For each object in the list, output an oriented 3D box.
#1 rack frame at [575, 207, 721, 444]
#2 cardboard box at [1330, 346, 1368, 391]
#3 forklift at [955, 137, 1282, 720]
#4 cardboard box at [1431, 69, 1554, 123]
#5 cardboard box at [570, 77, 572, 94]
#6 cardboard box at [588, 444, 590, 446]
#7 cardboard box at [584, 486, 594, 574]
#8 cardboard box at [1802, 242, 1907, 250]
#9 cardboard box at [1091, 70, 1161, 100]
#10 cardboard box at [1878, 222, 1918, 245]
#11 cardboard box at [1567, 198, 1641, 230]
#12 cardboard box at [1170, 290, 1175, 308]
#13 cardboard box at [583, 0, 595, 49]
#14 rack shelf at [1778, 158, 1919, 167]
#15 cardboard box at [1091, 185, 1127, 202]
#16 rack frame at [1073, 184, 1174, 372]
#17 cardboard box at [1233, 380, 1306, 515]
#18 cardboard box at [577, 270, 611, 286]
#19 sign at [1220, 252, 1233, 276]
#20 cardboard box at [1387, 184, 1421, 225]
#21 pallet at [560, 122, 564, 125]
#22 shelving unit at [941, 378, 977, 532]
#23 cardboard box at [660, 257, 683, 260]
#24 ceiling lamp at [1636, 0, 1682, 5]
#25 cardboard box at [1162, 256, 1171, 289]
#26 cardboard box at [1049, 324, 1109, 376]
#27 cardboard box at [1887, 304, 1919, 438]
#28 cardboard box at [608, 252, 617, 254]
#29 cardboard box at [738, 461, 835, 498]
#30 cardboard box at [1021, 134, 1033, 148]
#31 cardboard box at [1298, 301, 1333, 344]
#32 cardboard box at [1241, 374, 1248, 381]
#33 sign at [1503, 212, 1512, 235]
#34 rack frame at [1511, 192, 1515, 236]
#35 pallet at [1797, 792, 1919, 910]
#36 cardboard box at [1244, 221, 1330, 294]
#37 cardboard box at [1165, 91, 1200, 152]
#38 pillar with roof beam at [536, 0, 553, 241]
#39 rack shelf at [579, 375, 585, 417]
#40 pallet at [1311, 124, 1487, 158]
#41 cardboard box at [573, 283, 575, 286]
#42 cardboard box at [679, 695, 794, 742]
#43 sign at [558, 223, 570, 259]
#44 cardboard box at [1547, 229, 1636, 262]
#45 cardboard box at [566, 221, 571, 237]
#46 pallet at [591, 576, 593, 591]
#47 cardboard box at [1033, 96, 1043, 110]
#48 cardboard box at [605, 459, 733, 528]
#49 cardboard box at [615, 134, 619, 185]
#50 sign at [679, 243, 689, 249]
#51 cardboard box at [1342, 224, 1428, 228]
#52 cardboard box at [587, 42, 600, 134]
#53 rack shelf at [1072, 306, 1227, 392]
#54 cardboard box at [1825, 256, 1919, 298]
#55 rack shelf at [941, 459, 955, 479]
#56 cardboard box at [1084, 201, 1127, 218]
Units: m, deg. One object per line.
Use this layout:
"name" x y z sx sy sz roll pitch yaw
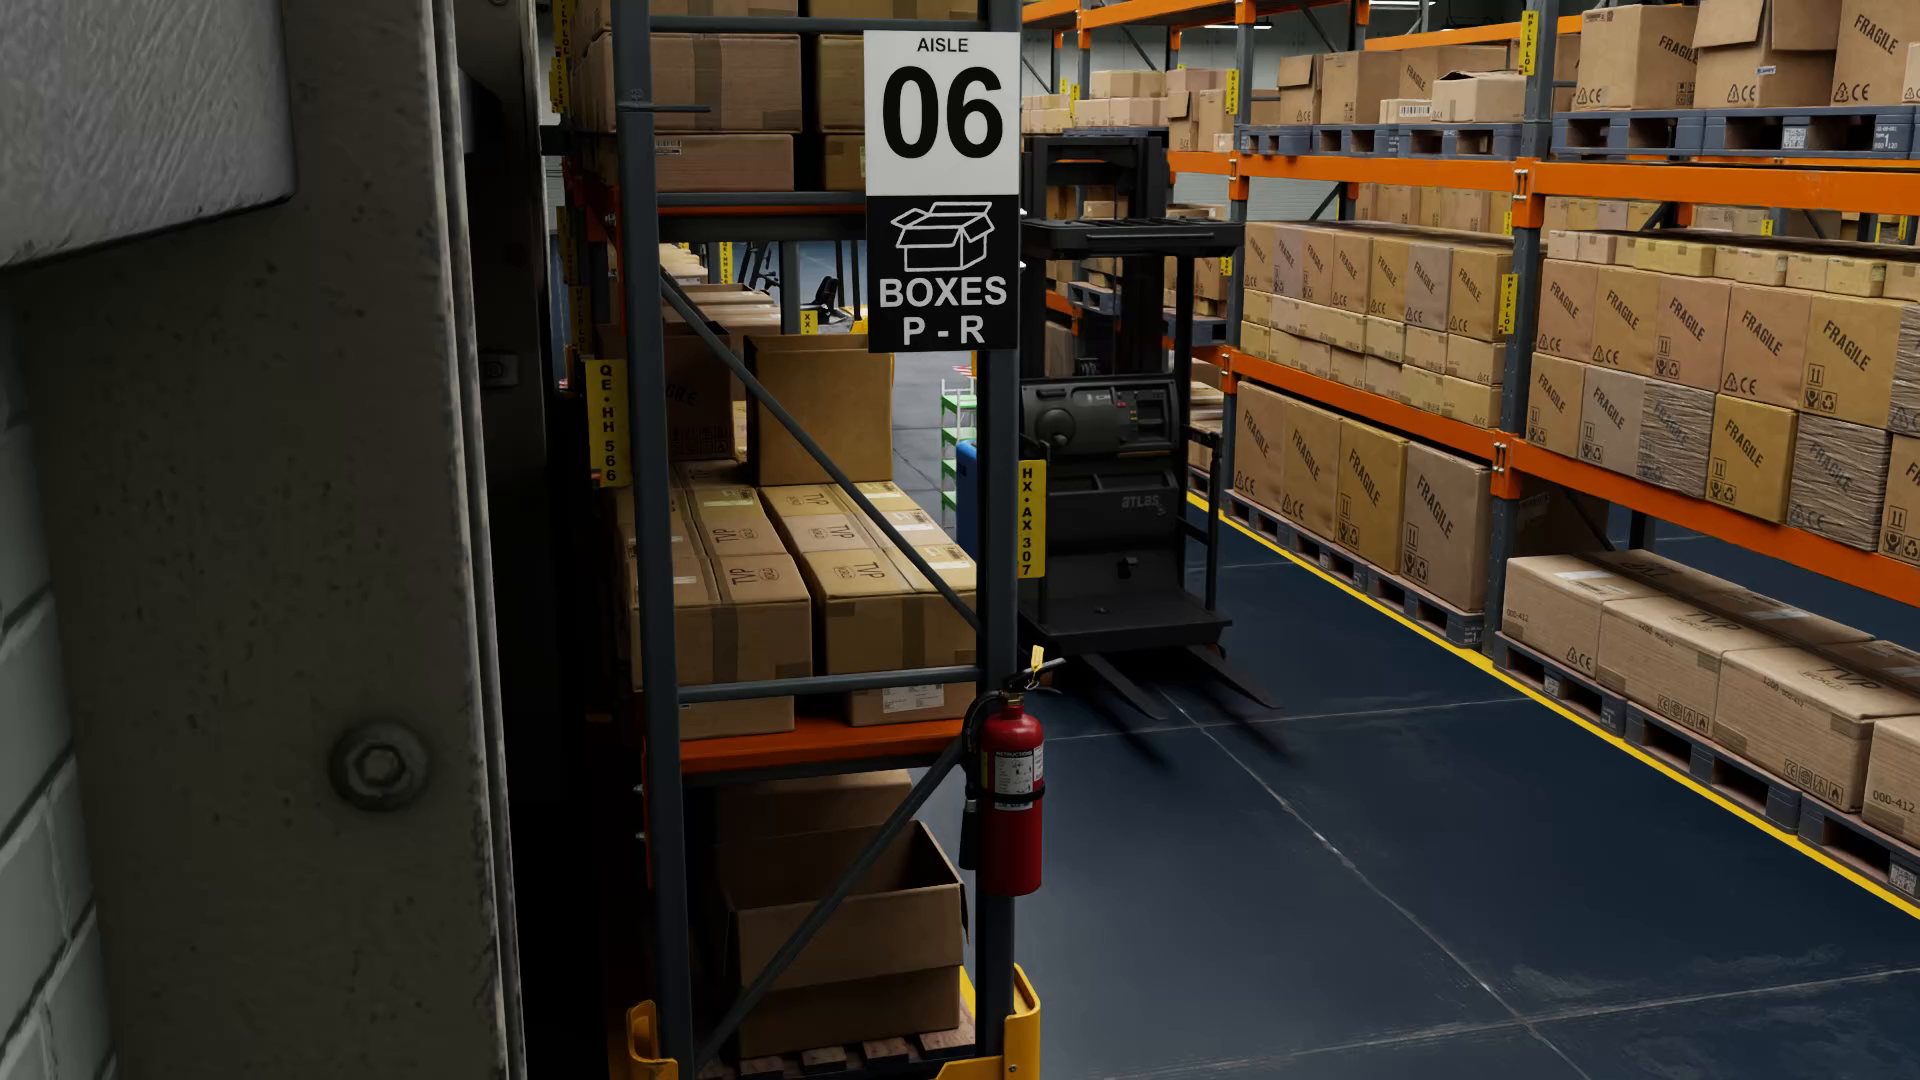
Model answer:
"rack frame" -2.223 -1.450 12.042 1.000 3.000 0.127 -3 14 -13
"cardboard box" 2.846 -1.175 11.233 0.500 0.250 0.500 -3 14 -13
"forklift" 0.848 -0.717 9.186 1.130 2.935 3.031 -4 14 -15
"cardboard box" 3.129 -2.614 9.790 0.500 0.311 0.500 -3 14 -13
"cardboard box" -2.374 -3.012 10.964 0.380 0.149 0.250 -3 14 -13
"cardboard box" -2.404 -0.617 11.648 0.380 0.149 0.250 -3 14 -10
"cardboard box" -2.177 -0.091 10.860 0.500 0.500 0.500 -3 14 -10
"cardboard box" 4.161 -1.302 7.753 0.380 0.149 0.250 -4 14 -14
"cardboard box" 1.536 -4.210 15.396 0.500 0.250 0.500 -4 14 -14
"cardboard box" 11.249 -3.503 19.608 0.875 0.500 0.500 -3 14 -13
"cardboard box" 6.694 -3.251 17.096 0.700 0.500 0.500 -4 14 -14
"cardboard box" 2.008 -2.044 14.117 0.380 0.149 0.250 -4 14 -16
"cardboard box" -0.841 -1.583 4.902 0.500 0.250 0.500 -4 14 -15
"rack shelf" 7.858 -2.673 12.243 1.077 0.370 4.000 -3 14 -13
"cardboard box" 1.769 -3.443 17.254 0.700 0.500 0.500 -3 14 -14
"rack frame" 1.661 -2.650 16.955 1.000 3.000 0.127 -3 14 -13
"cardboard box" 2.682 -0.735 12.709 0.875 0.875 0.875 -3 14 -14
"cardboard box" -2.666 -1.932 12.436 0.380 0.149 0.250 -3 14 -12
"sign" 2.076 -2.219 12.917 0.100 0.325 0.005 -3 14 -13
"cardboard box" 5.778 -4.123 20.393 0.875 0.550 0.550 -3 14 -13
"pallet" -3.388 -3.982 16.273 1.003 0.211 1.213 -3 14 -13
"shelving unit" 0.039 -0.545 12.128 0.258 1.200 0.503 -3 14 -13
"cardboard box" -2.480 -2.255 13.761 0.380 0.149 0.250 -3 14 -13
"ceiling lamp" 16.984 -14.242 39.460 2.000 3.185 0.800 -3 14 -13
"cardboard box" 1.972 -2.449 14.409 0.500 0.500 0.500 -4 14 -17
"cardboard box" 1.262 -2.004 17.640 0.500 0.500 0.500 -3 14 -14
"cardboard box" 3.984 -0.633 6.381 0.500 0.500 0.500 -3 14 -13
"cardboard box" -3.105 -2.404 14.370 0.380 0.149 0.250 -3 14 -13
"cardboard box" -0.571 -0.146 6.392 0.500 0.250 0.500 -4 14 -15
"cardboard box" 0.893 -4.457 18.560 0.380 0.149 0.250 -4 14 -15
"cardboard box" 2.705 -1.532 11.640 0.500 0.250 0.500 -3 14 -13
"cardboard box" 3.595 -2.096 19.947 0.637 0.503 0.797 10 17 35
"sign" 5.910 -3.377 17.939 0.100 0.325 0.005 -3 14 -13
"rack frame" 6.449 -2.950 18.180 1.000 3.000 0.127 -3 14 -13
"pallet" 4.216 1.293 6.692 1.003 0.211 1.213 -3 14 -13
"cardboard box" 2.479 -2.134 12.526 0.500 0.500 0.500 -4 14 -15
"cardboard box" 2.215 -3.585 14.243 0.797 0.503 0.637 -3 14 -13
"pillar with roof beam" -7.676 -13.160 47.331 9.100 9.000 0.548 -3 14 -13
"rack shelf" -2.693 -1.562 14.016 1.077 0.370 4.000 -3 14 -13
"pallet" 3.069 -2.690 11.193 1.003 0.211 1.213 -3 14 -11
"cardboard box" -2.835 -1.942 13.317 0.500 0.250 0.500 -3 14 -14
"cardboard box" -0.683 0.456 4.769 0.380 0.149 0.250 -3 14 -14
"sign" -3.702 -2.800 15.579 0.100 0.325 0.005 -3 14 -13
"cardboard box" 3.362 -1.567 8.836 0.380 0.149 0.250 -3 14 -14
"cardboard box" -3.745 -3.112 16.642 0.380 0.149 0.250 -4 14 -14
"pallet" -2.085 0.079 11.659 1.003 0.211 1.213 -3 14 -13
"cardboard box" 1.005 -4.729 17.993 0.380 0.149 0.250 -3 14 -13
"cardboard box" -1.186 -0.235 6.758 0.500 0.250 0.500 -3 14 -12
"cardboard box" -0.766 -1.058 4.646 0.380 0.149 0.250 -3 14 -12
"sign" -2.637 -2.929 15.824 0.100 0.325 0.005 -3 14 -13
"cardboard box" 3.105 -2.039 12.136 0.500 0.500 0.500 -3 14 -12
"cardboard box" -0.845 -1.338 4.953 0.500 0.250 0.500 -3 14 -13
"rack shelf" 2.131 -1.839 15.152 1.077 0.370 4.000 -3 14 -13
"cardboard box" 3.848 -1.094 6.902 0.380 0.149 0.250 -3 14 -12
"rack shelf" 0.039 -0.483 12.144 0.258 0.148 0.480 -3 14 -13
"cardboard box" 1.428 -3.234 16.256 0.380 0.149 0.250 -3 14 -13
